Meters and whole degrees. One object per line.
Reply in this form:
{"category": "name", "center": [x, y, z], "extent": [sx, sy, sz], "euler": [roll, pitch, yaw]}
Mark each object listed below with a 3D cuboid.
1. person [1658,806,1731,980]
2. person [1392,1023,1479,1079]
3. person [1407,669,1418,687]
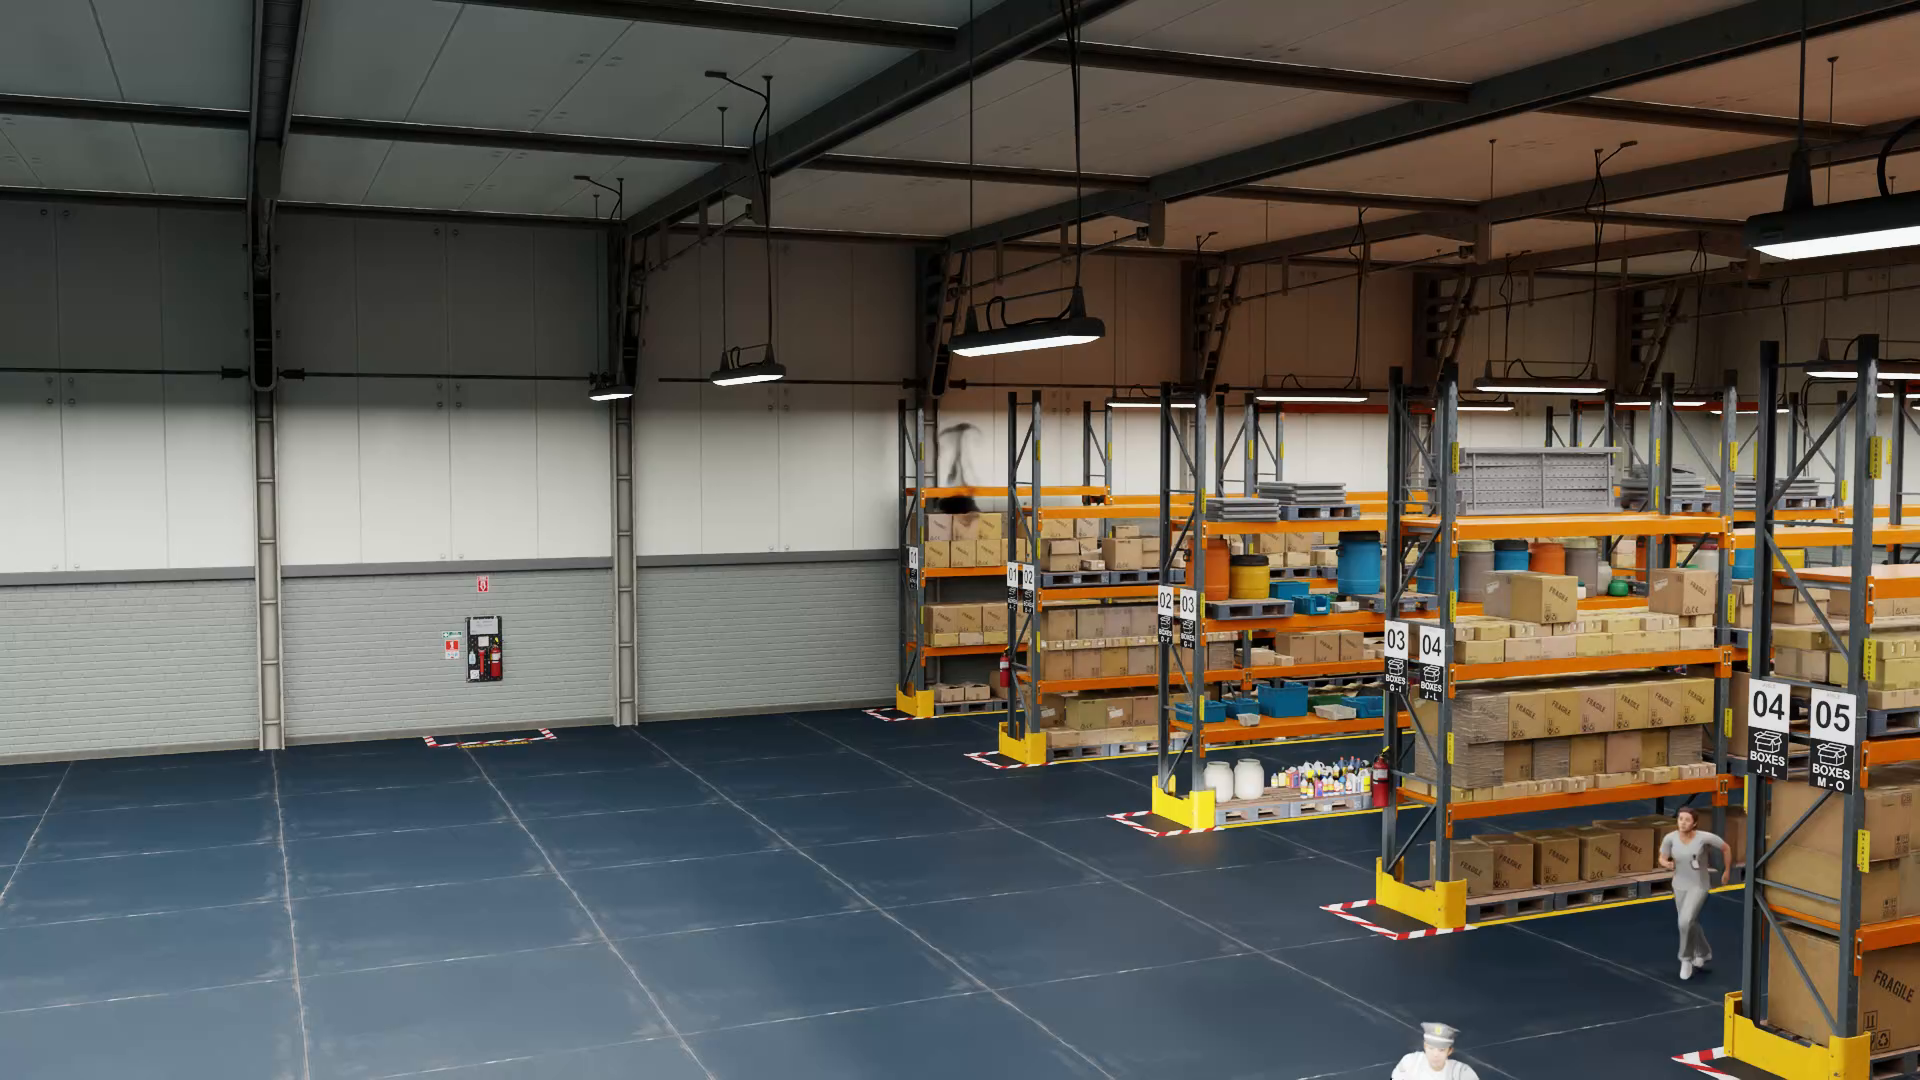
{"category": "person", "center": [7.079, 3.387, 16.065], "extent": [0.590, 1.662, 0.803], "euler": [3, 5, 44]}
{"category": "person", "center": [2.942, 3.736, 10.267], "extent": [0.582, 1.624, 0.642], "euler": [1, 4, 20]}
{"category": "person", "center": [8.747, 2.399, 32.084], "extent": [0.956, 1.786, 0.667], "euler": [-2, 4, -26]}
